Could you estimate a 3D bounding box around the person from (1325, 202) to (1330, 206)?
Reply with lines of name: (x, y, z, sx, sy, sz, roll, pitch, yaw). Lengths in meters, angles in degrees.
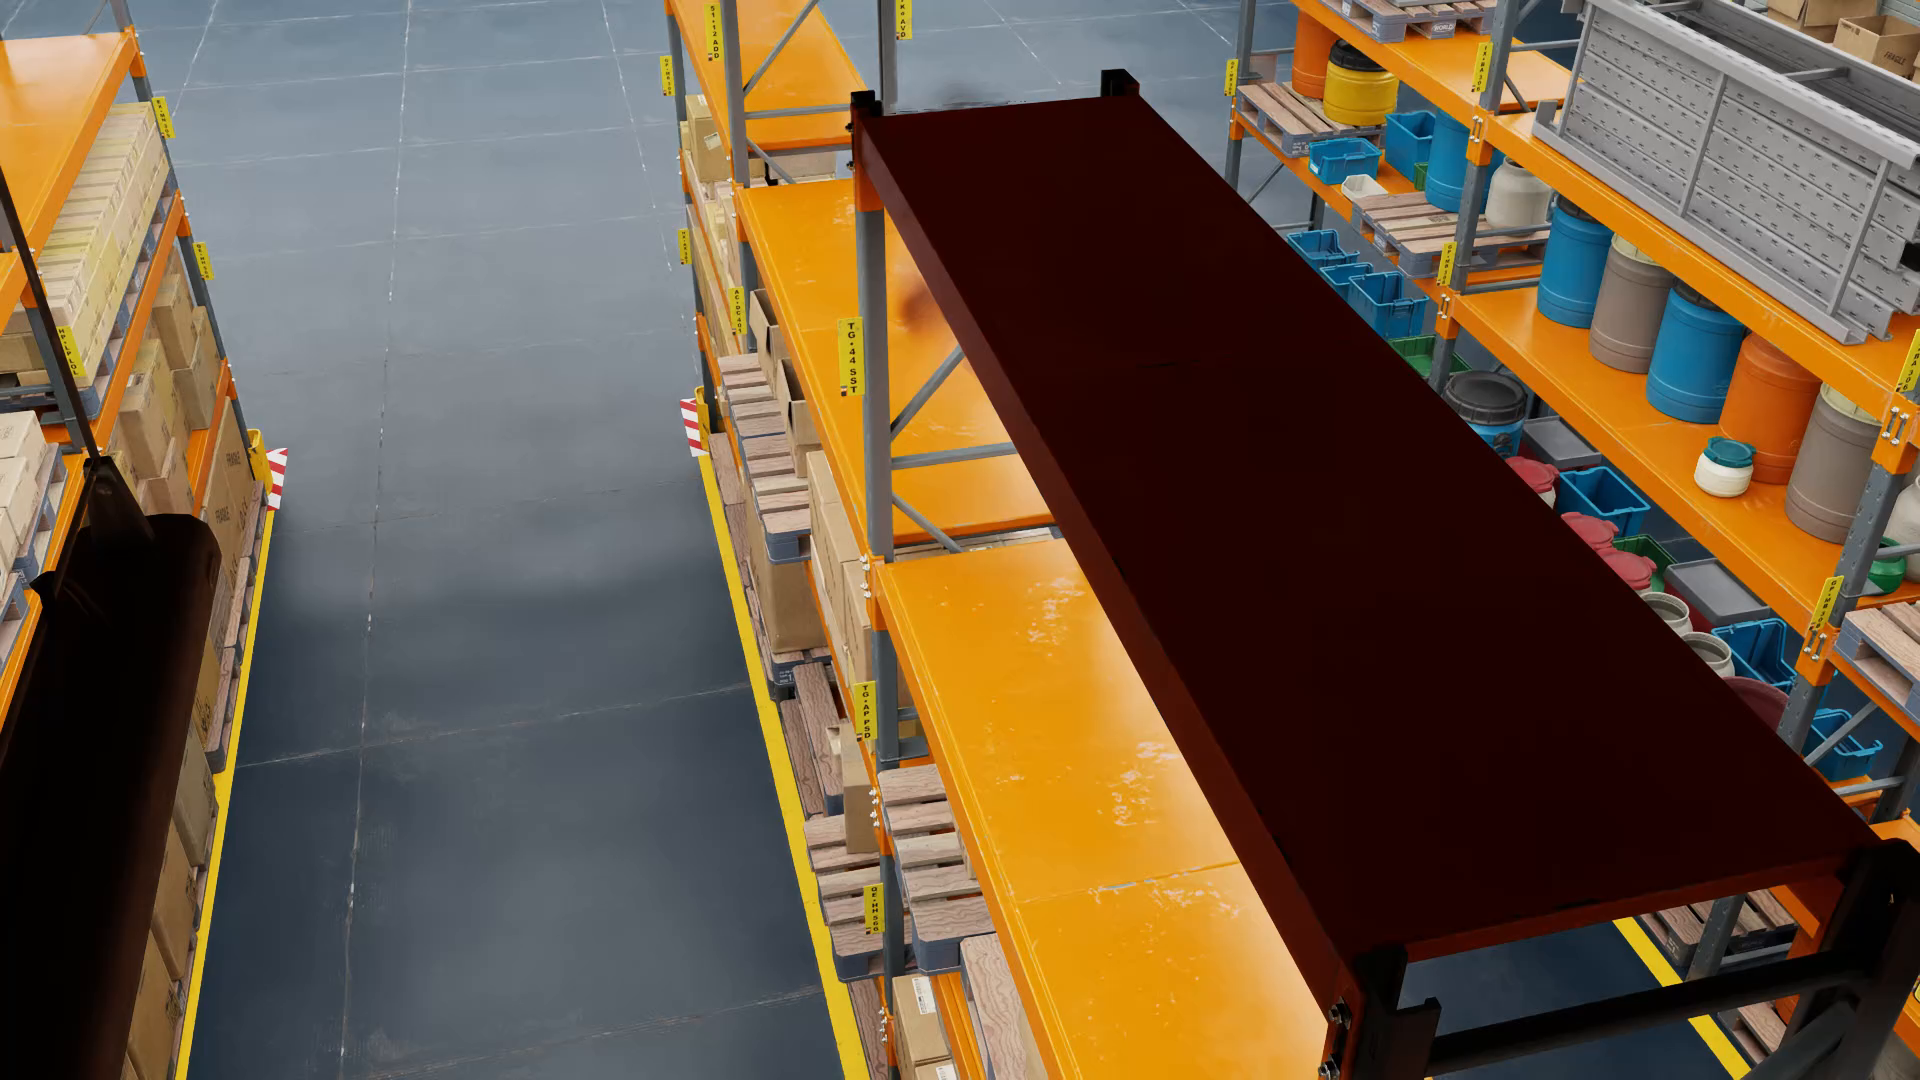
person: (4.662, -4.659, 19.502, 0.682, 1.625, 0.593, 5, 35, 7)
